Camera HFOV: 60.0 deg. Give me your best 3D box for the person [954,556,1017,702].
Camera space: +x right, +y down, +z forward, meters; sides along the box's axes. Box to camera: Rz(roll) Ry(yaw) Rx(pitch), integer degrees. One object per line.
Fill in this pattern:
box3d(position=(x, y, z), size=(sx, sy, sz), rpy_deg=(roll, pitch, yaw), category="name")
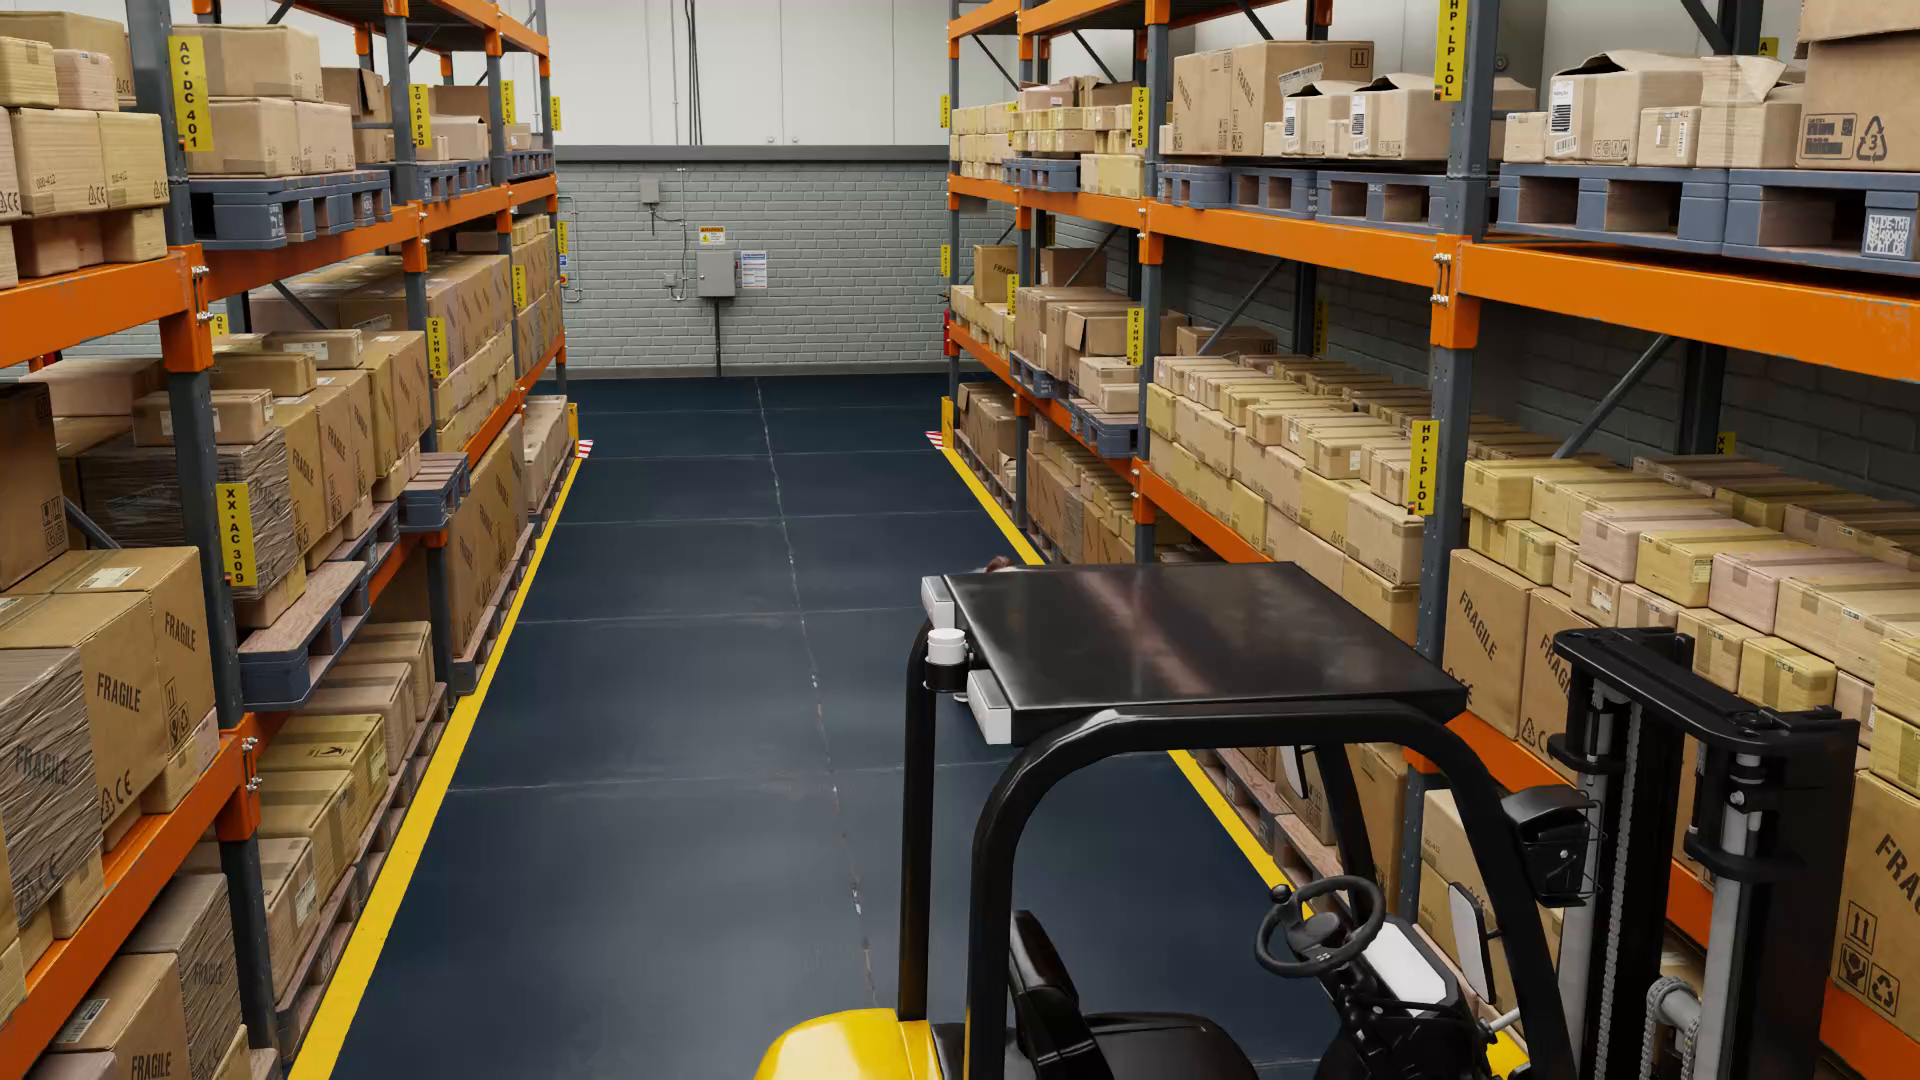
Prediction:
box3d(position=(0.144, 0.499, 9.451), size=(0.425, 0.896, 0.825), rpy_deg=(-3, 14, -13), category="person")
